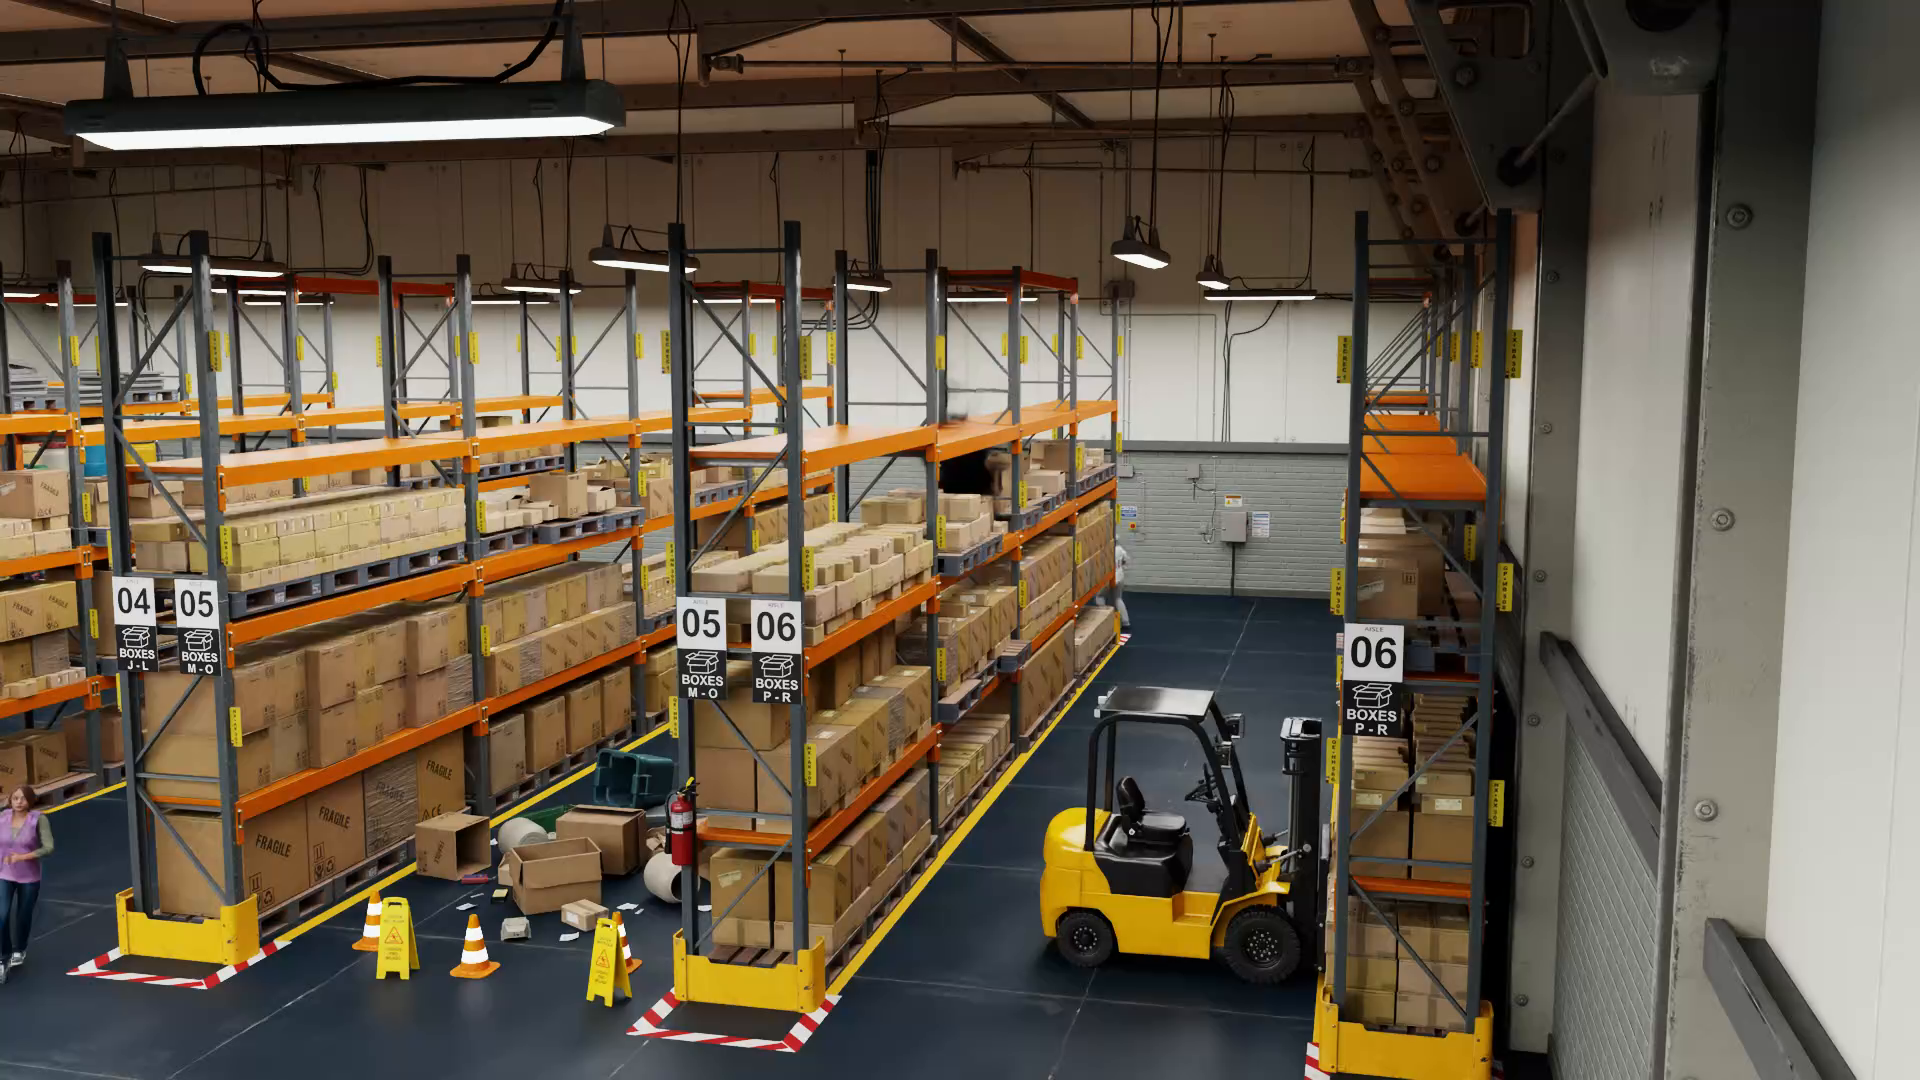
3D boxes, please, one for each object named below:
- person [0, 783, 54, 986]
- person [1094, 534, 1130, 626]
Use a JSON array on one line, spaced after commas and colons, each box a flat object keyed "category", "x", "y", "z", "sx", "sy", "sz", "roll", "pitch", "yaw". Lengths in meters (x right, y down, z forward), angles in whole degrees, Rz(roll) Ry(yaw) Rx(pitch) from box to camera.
[{"category": "person", "x": -7.618, "y": 2.748, "z": 13.458, "sx": 0.543, "sy": 1.588, "sz": 0.641, "roll": -4, "pitch": 8, "yaw": -27}, {"category": "person", "x": 2.634, "y": 0.725, "z": 29.549, "sx": 0.705, "sy": 1.803, "sz": 0.695, "roll": -4, "pitch": 8, "yaw": -32}]
